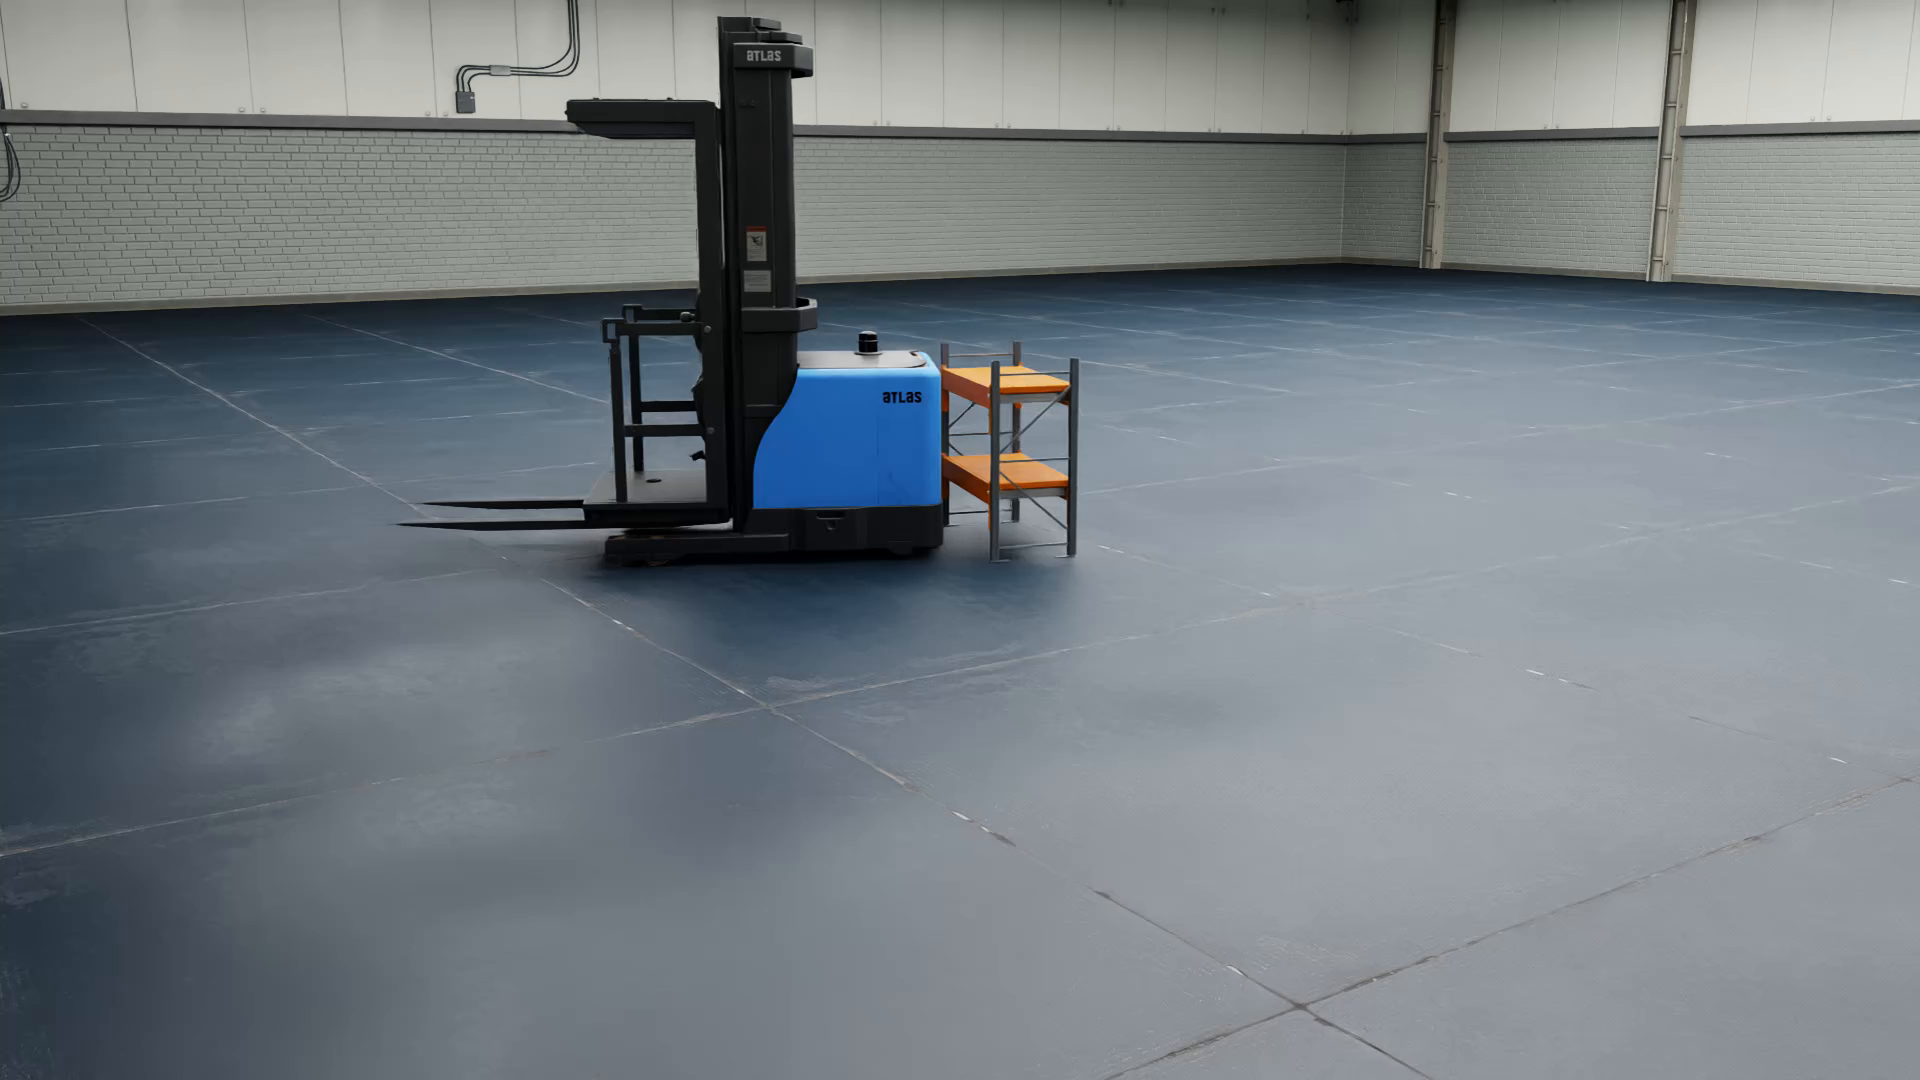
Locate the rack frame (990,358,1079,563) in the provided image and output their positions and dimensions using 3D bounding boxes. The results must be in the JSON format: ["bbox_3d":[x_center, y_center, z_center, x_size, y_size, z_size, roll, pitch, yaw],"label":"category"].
[{"bbox_3d":[0.413,-0.440,9.243,0.500,1.125,0.032,-4,13,-16],"label":"rack frame"}]

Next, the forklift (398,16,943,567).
[{"bbox_3d":[-1.642,-1.403,9.418,3.031,2.935,1.130,-1,12,-5],"label":"forklift"}]

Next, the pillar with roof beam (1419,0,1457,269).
[{"bbox_3d":[7.469,-10.278,35.798,9.100,9.000,0.548,-8,15,-33],"label":"pillar with roof beam"}]

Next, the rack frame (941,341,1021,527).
[{"bbox_3d":[0.128,-0.649,10.196,0.500,1.125,0.032,-4,13,-16],"label":"rack frame"}]

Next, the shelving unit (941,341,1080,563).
[{"bbox_3d":[0.271,-0.545,9.720,0.538,1.125,1.048,-4,13,-16],"label":"shelving unit"}]

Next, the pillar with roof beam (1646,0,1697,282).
[{"bbox_3d":[10.793,-9.211,30.918,9.100,9.000,0.400,-8,15,-33],"label":"pillar with roof beam"}]

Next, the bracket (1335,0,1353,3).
[{"bbox_3d":[9.214,-12.999,39.816,0.235,0.232,0.430,-8,15,-33],"label":"bracket"}]

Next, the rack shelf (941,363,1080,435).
[{"bbox_3d":[0.271,-0.831,9.657,0.538,0.278,1.000,-4,13,-16],"label":"rack shelf"}]

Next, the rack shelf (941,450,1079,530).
[{"bbox_3d":[0.271,-0.306,9.772,0.538,0.278,1.000,-4,13,-16],"label":"rack shelf"}]

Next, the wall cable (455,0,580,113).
[{"bbox_3d":[-7.790,-10.522,28.952,2.305,6.003,0.169,-8,15,-33],"label":"wall cable"}]

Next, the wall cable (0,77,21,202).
[{"bbox_3d":[-15.702,-6.223,24.522,3.097,2.526,0.112,-8,15,-33],"label":"wall cable"}]
